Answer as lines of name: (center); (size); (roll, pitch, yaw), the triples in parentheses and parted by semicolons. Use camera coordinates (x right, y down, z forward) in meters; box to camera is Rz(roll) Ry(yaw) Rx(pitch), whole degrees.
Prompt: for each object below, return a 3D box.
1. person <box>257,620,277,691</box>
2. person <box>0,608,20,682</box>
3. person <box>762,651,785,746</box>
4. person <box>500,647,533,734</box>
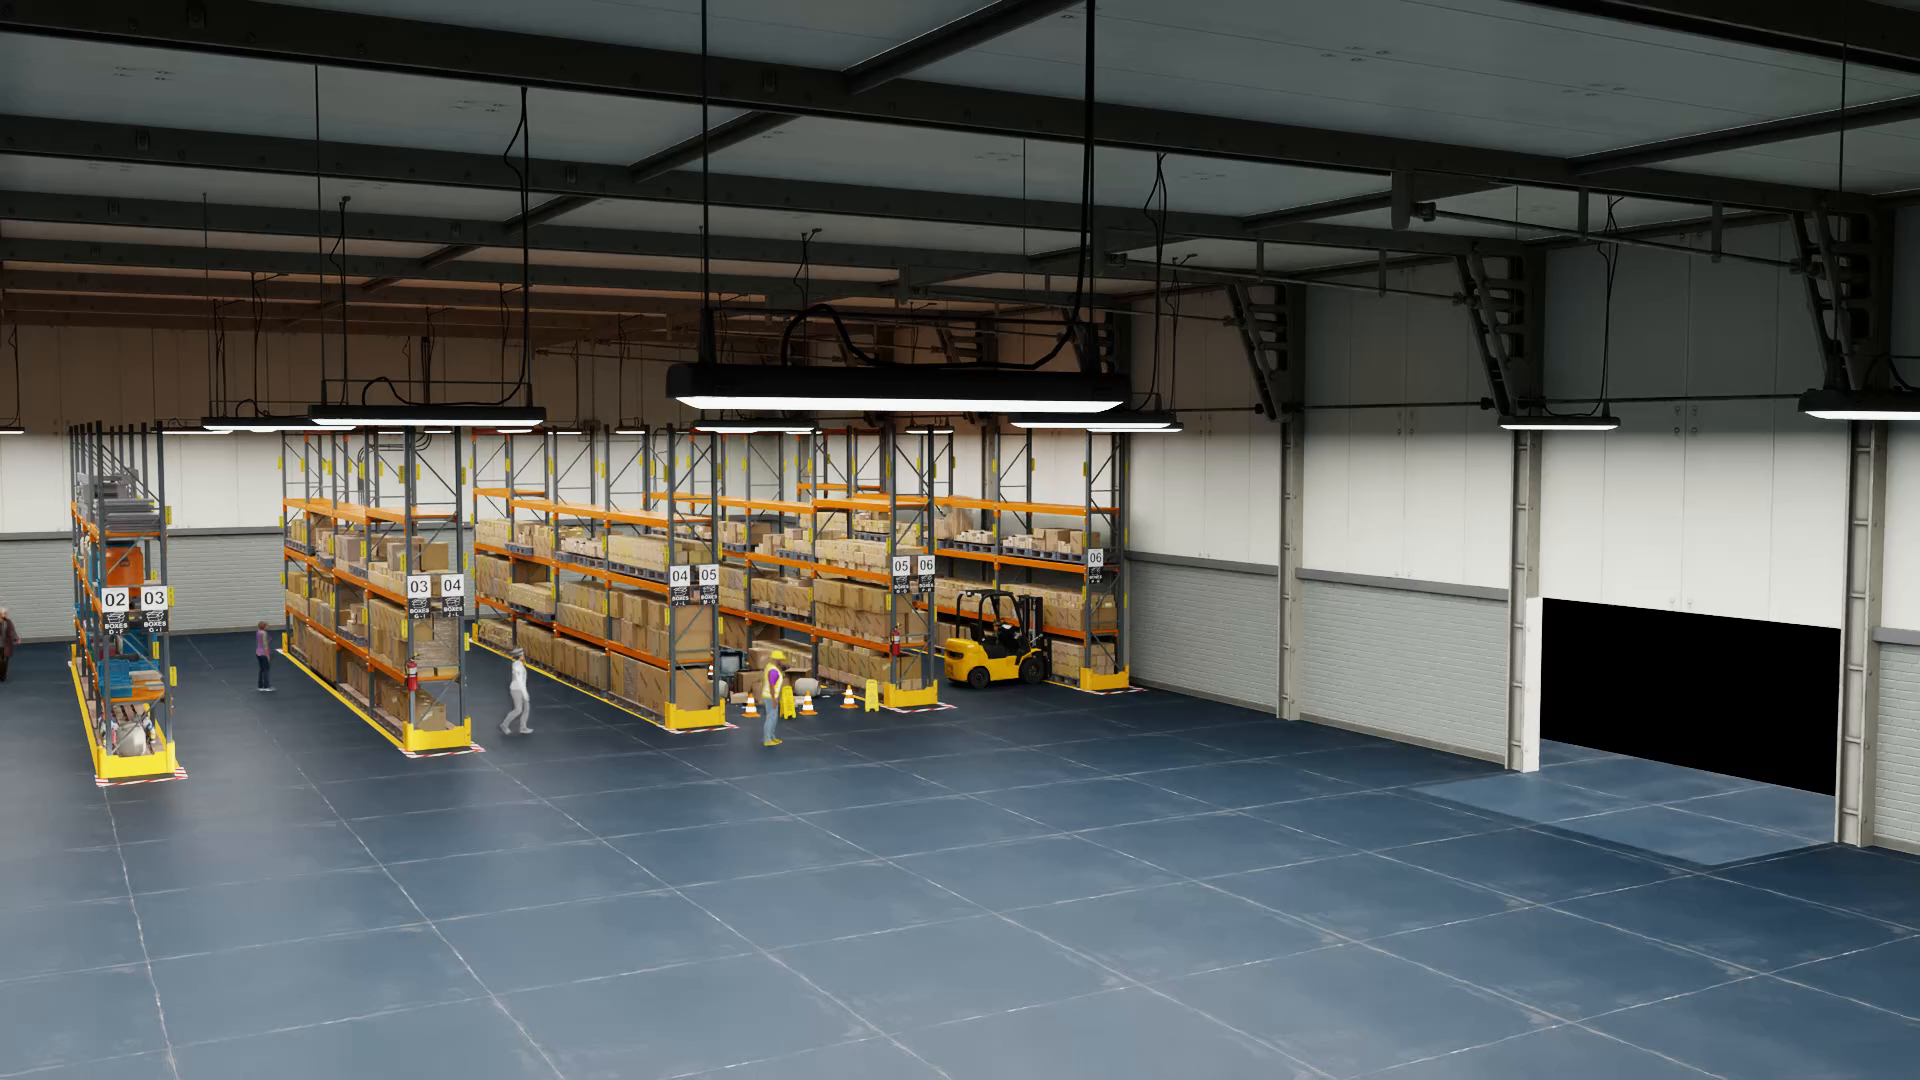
person: (-15.604, 2.599, 37.409); (0.367, 1.599, 0.476); (-3, 5, -44)
person: (-22.418, 2.543, 38.874); (0.792, 1.713, 0.936); (-2, 4, -29)
person: (-3.460, 2.934, 30.925); (0.444, 1.772, 0.605); (0, 4, -7)
person: (-8.590, 2.918, 32.192); (0.625, 1.675, 0.511); (0, 4, -4)
